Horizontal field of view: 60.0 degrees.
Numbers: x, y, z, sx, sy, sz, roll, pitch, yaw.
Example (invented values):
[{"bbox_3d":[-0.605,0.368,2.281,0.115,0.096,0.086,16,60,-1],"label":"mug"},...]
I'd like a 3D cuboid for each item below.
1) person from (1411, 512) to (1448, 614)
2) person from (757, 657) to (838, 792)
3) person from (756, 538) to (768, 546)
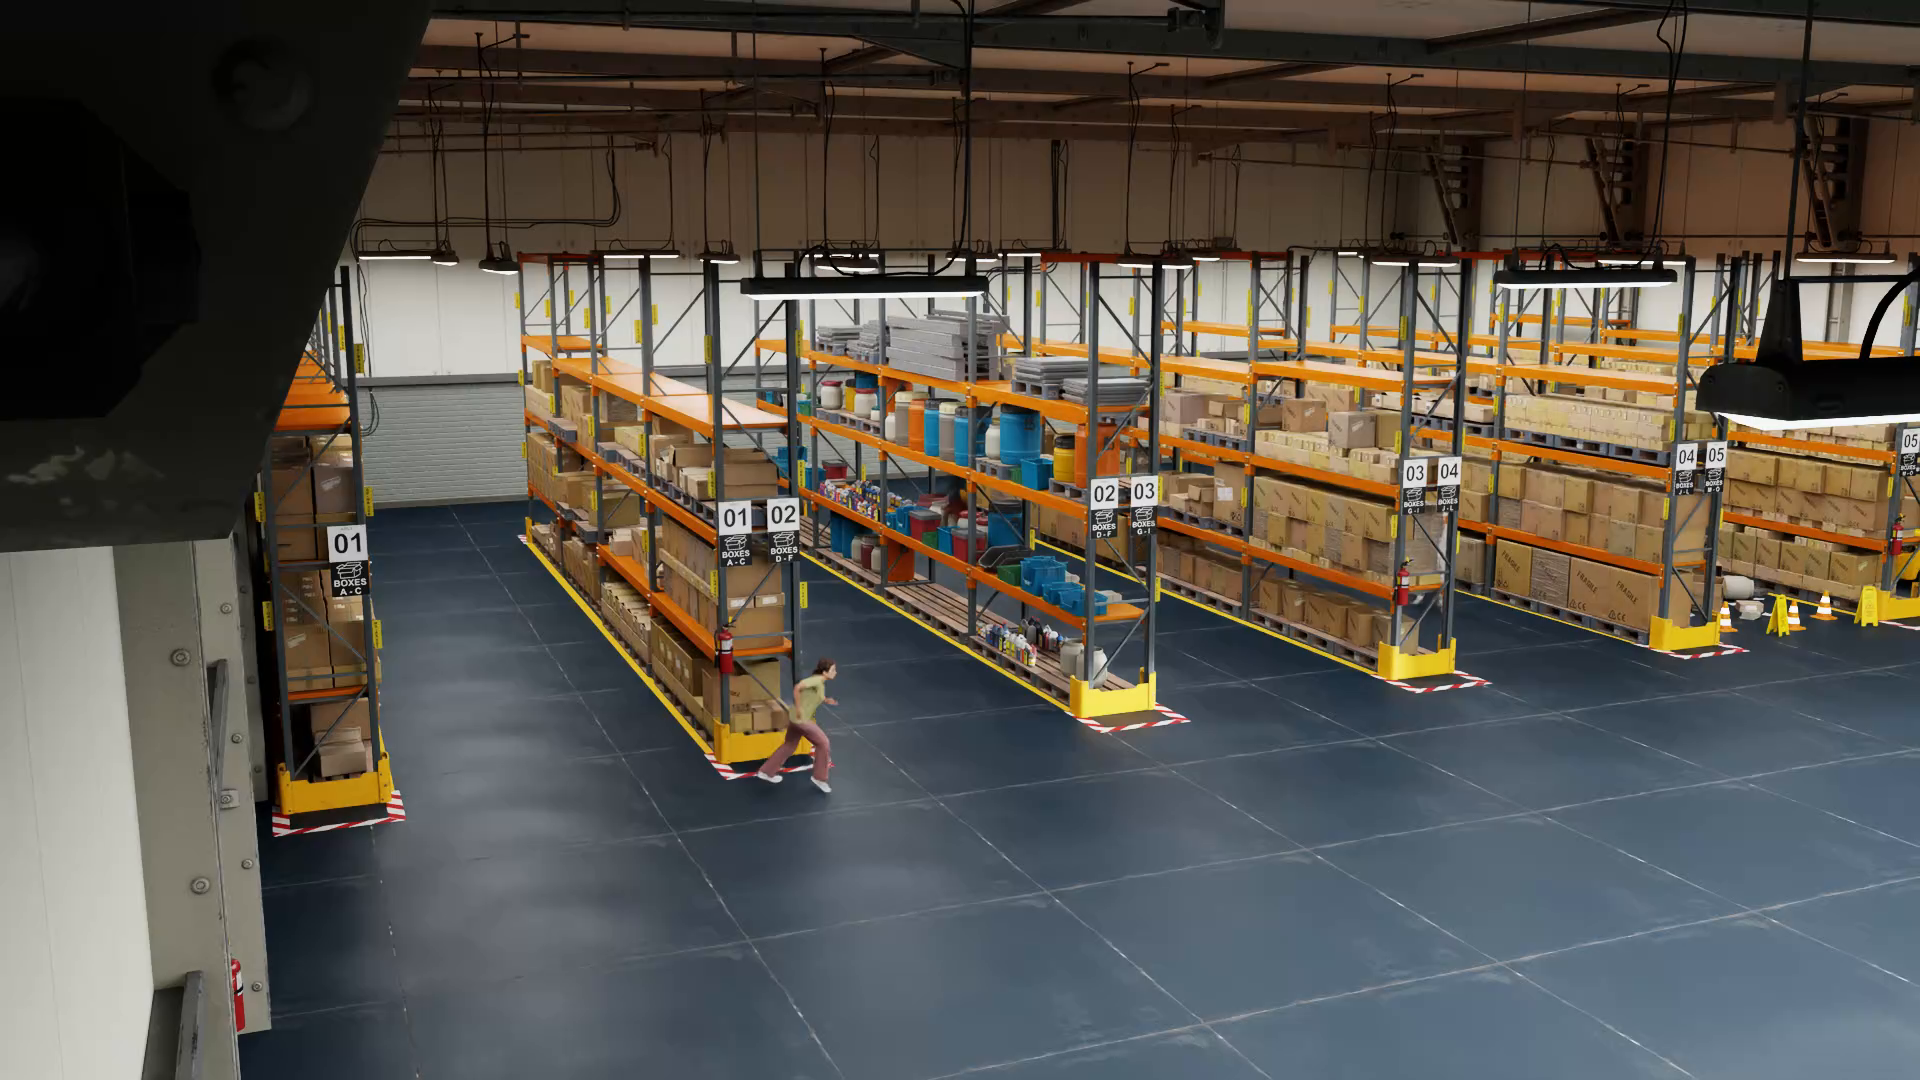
[{"bbox_3d":[8.101,0.322,28.409,0.735,1.778,0.766,1,10,7],"label":"person"},{"bbox_3d":[-1.876,2.140,19.102,0.944,1.621,0.623,0,10,3],"label":"person"},{"bbox_3d":[-3.934,-0.393,32.897,0.711,1.559,1.060,3,11,17],"label":"person"}]
